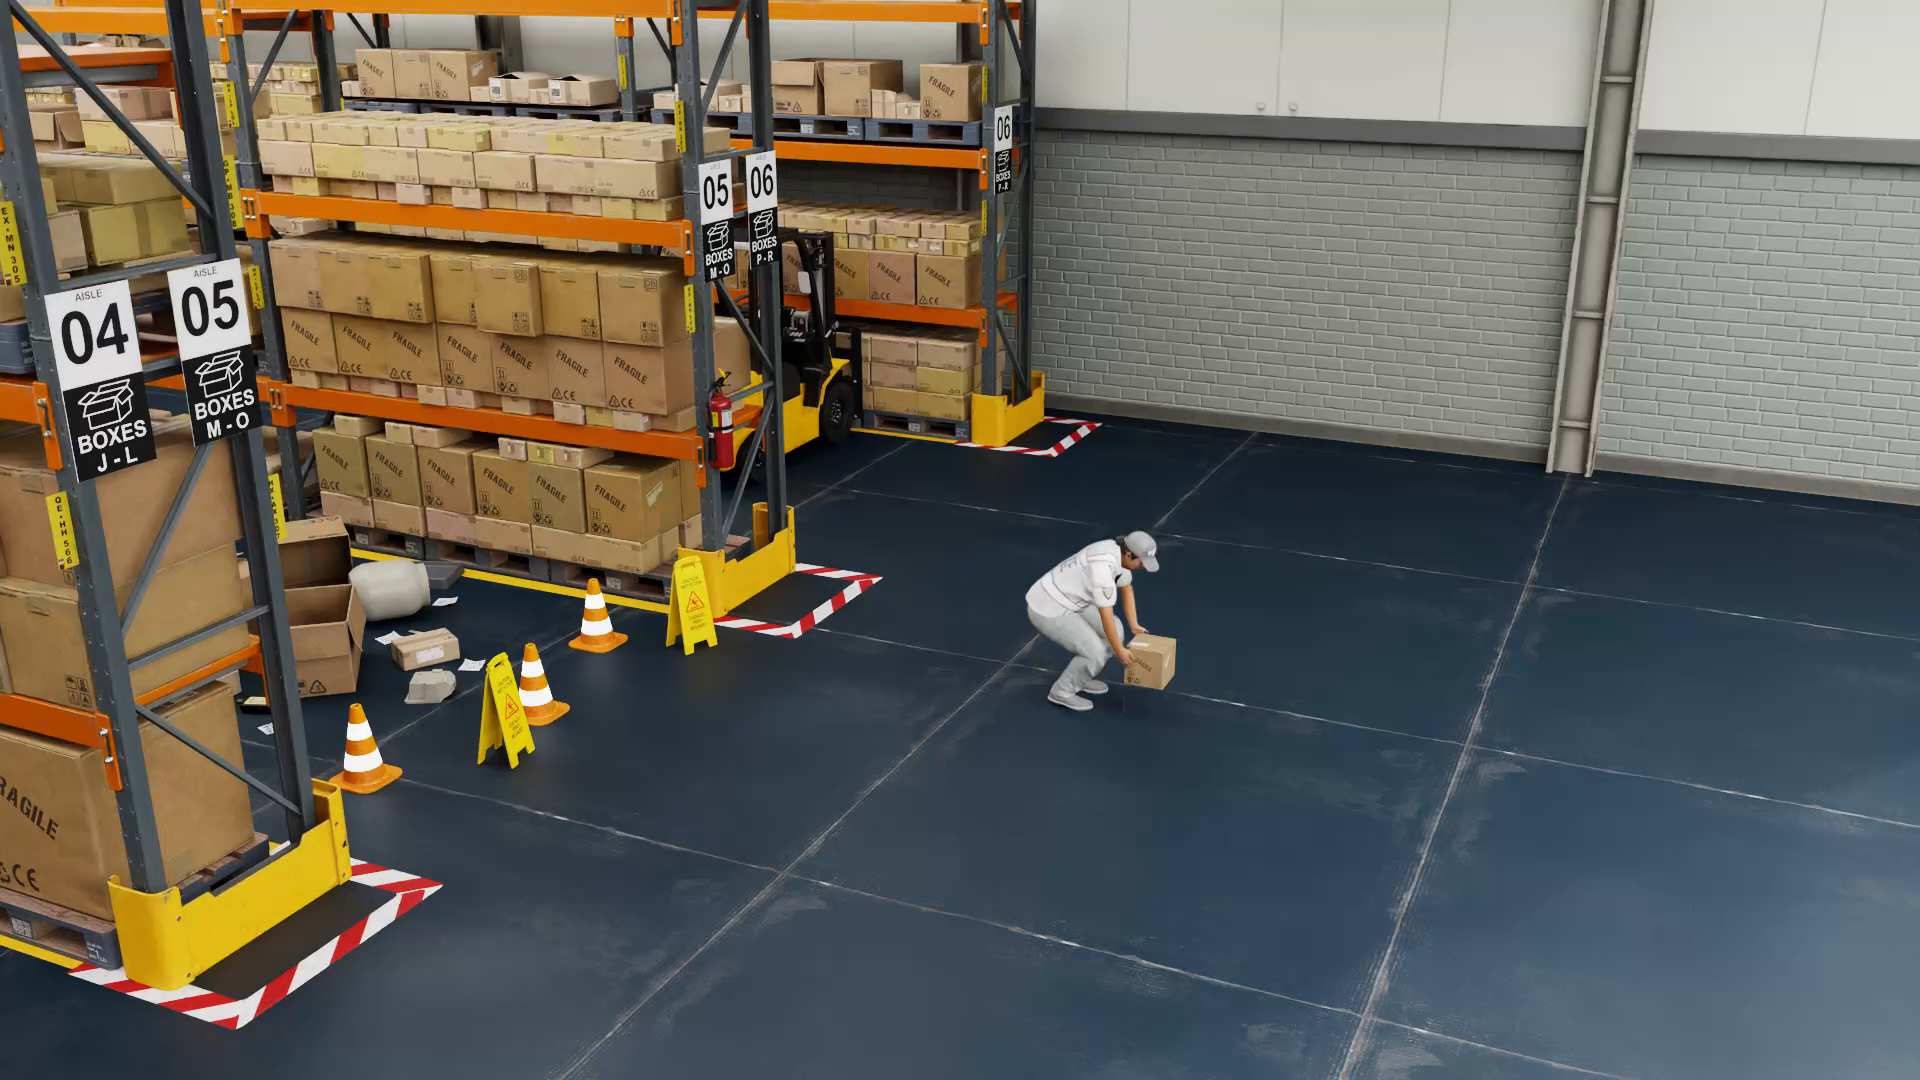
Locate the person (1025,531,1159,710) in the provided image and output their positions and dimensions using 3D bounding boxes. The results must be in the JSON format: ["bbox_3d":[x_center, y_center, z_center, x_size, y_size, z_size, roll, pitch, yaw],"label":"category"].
[{"bbox_3d":[0.839,0.466,10.505,0.817,1.158,0.541,8,21,23],"label":"person"}]
